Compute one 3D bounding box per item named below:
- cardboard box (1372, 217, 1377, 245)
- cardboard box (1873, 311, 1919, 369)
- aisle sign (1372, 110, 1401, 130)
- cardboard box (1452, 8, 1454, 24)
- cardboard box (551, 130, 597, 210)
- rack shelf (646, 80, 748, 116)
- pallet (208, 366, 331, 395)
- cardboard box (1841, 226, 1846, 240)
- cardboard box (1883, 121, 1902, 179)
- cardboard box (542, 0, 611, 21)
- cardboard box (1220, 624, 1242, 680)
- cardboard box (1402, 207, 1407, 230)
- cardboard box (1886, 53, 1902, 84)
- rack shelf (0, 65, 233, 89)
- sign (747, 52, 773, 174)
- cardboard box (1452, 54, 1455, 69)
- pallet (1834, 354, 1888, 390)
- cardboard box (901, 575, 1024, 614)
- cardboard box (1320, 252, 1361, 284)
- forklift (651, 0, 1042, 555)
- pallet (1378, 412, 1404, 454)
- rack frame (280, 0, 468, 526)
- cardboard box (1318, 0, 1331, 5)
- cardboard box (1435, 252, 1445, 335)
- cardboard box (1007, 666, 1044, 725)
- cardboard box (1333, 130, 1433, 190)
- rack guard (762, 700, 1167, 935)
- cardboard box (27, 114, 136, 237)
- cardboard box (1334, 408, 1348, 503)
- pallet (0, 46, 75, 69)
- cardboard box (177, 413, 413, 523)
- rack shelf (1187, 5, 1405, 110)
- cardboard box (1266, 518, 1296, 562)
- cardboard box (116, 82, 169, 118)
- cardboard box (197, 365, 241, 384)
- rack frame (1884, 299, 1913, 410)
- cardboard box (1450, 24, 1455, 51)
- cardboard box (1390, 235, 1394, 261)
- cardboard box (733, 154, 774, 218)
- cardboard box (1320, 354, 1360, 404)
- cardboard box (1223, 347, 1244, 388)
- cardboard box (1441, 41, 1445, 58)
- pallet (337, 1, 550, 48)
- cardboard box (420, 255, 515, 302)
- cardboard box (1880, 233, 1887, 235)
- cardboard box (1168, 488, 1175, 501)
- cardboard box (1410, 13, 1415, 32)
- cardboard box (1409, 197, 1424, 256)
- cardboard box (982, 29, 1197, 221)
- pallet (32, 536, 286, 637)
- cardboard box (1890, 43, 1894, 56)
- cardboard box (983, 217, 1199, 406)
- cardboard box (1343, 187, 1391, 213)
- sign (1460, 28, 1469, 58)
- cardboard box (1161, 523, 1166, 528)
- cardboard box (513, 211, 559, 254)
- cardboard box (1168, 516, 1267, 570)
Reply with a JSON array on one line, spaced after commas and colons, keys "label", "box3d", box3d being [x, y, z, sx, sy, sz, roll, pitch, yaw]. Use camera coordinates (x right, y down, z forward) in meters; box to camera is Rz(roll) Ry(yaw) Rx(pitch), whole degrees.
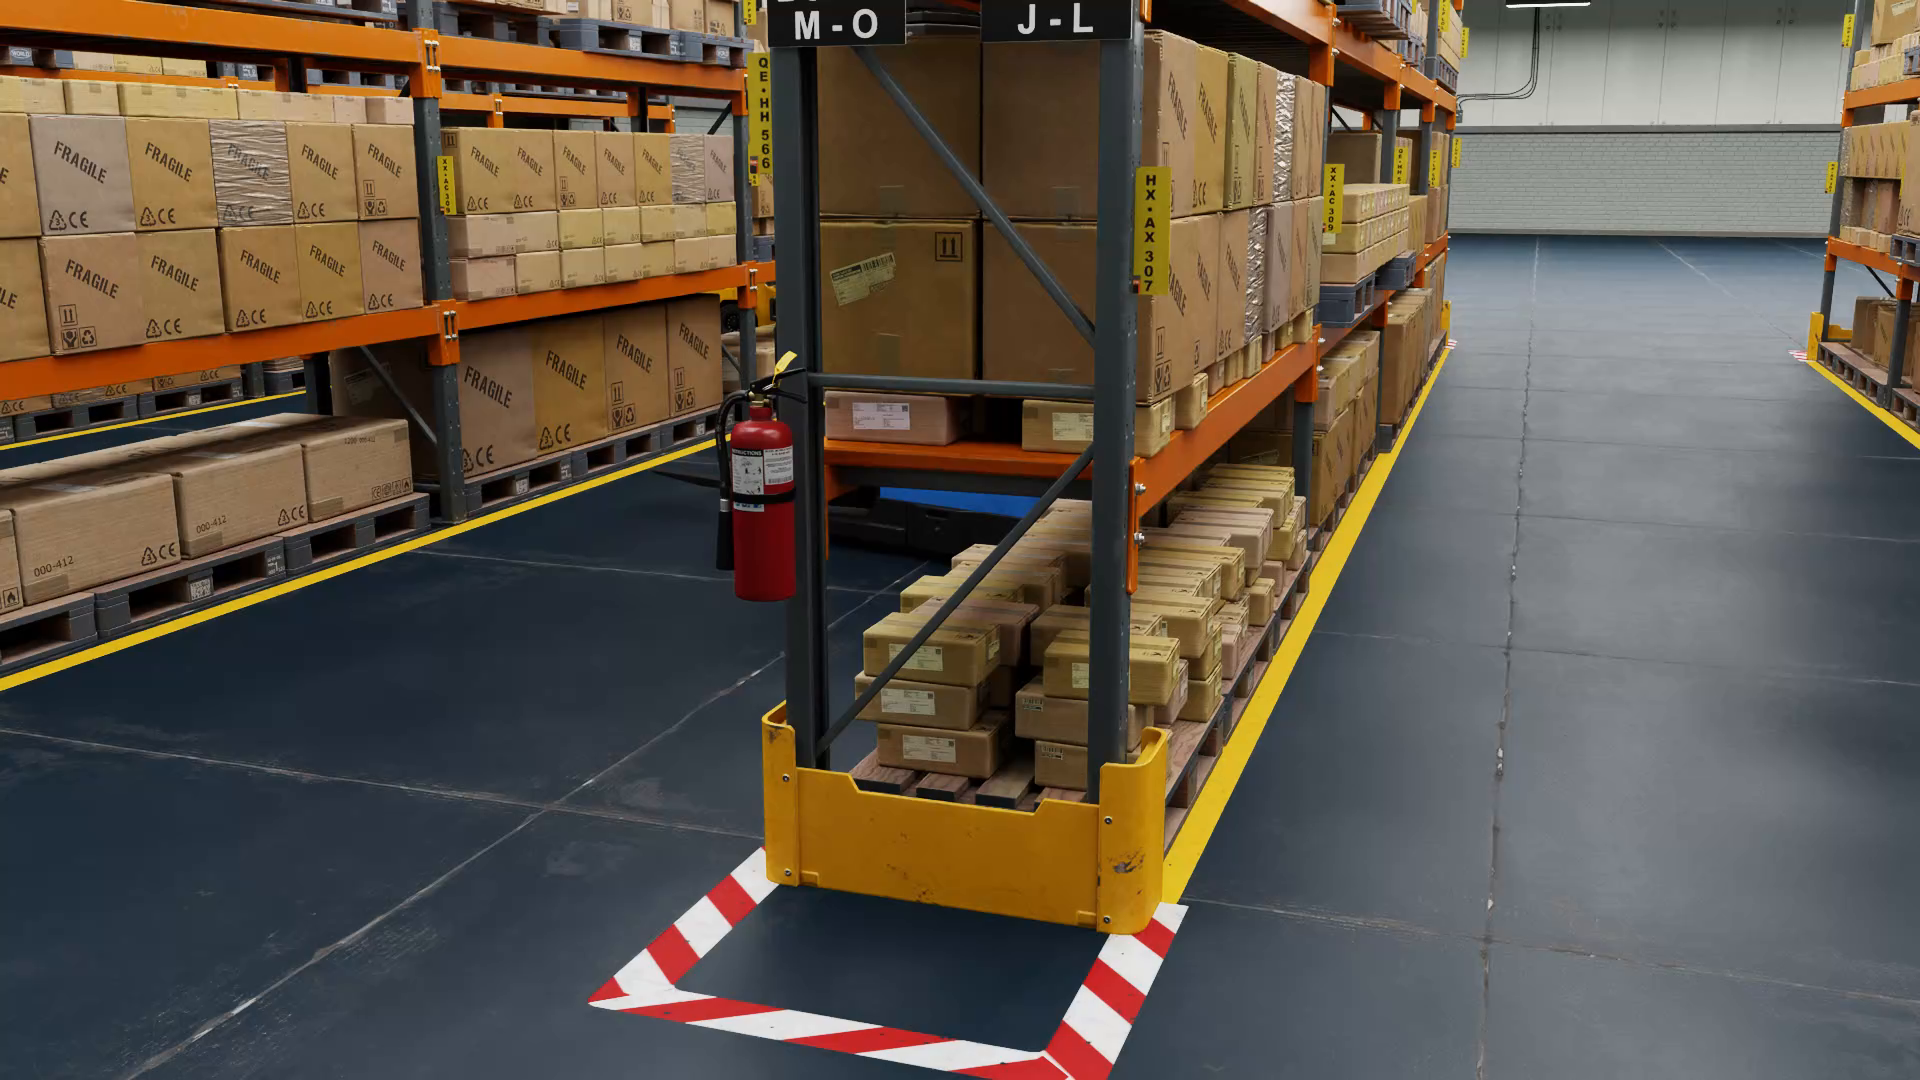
[{"label": "cardboard box", "box3d": [2.086, -1.699, 9.143, 0.380, 0.149, 0.250, 4, 13, 16]}, {"label": "cardboard box", "box3d": [8.995, -1.889, 15.697, 0.500, 0.500, 0.500, 3, 13, 13]}, {"label": "aisle sign", "box3d": [4.896, -5.089, 19.199, 0.394, 0.787, 0.004, 4, 14, 18]}, {"label": "cardboard box", "box3d": [4.794, -5.297, 16.818, 0.380, 0.149, 0.250, 4, 14, 18]}, {"label": "cardboard box", "box3d": [-2.725, -2.416, 10.859, 0.500, 0.500, 0.500, 4, 13, 17]}, {"label": "rack shelf", "box3d": [-1.501, -3.968, 15.008, 1.077, 0.370, 4.000, 4, 14, 18]}, {"label": "pallet", "box3d": [-6.543, -1.603, 16.036, 1.003, 0.211, 1.213, 4, 14, 18]}, {"label": "cardboard box", "box3d": [9.400, -3.190, 17.286, 0.380, 0.149, 0.250, 4, 14, 18]}, {"label": "cardboard box", "box3d": [8.569, -3.465, 14.789, 0.500, 0.500, 0.500, 4, 14, 18]}, {"label": "cardboard box", "box3d": [-2.520, -3.554, 10.936, 0.396, 0.266, 0.258, 6, 14, 23]}, {"label": "cardboard box", "box3d": [0.875, 0.416, 6.389, 0.380, 0.149, 0.250, 4, 13, 16]}, {"label": "cardboard box", "box3d": [2.755, -2.134, 11.050, 0.380, 0.149, 0.250, 5, 14, 21]}, {"label": "cardboard box", "box3d": [8.762, -4.285, 15.117, 0.500, 0.250, 0.500, 4, 14, 18]}, {"label": "rack shelf", "box3d": [-7.493, -3.482, 12.880, 1.077, 0.370, 4.000, 4, 14, 18]}, {"label": "sign", "box3d": [-0.539, -1.179, 4.598, 0.100, 0.325, 0.005, 4, 14, 18]}, {"label": "cardboard box", "box3d": [5.041, -5.069, 17.612, 0.380, 0.149, 0.250, 4, 13, 18]}, {"label": "pallet", "box3d": [9.100, -1.606, 16.051, 1.003, 0.211, 1.213, 4, 14, 18]}, {"label": "cardboard box", "box3d": [0.011, 0.237, 5.834, 0.380, 0.149, 0.250, 4, 13, 17]}, {"label": "cardboard box", "box3d": [1.837, -1.390, 8.458, 0.380, 0.149, 0.250, 4, 13, 16]}, {"label": "forklift", "box3d": [-0.508, -1.510, 9.516, 3.031, 2.935, 1.130, 9, 16, 35]}, {"label": "pallet", "box3d": [2.895, -0.901, 12.962, 1.003, 0.211, 1.213, 4, 14, 18]}, {"label": "rack frame", "box3d": [-3.442, -1.593, 9.727, 1.000, 3.000, 0.127, 4, 14, 18]}, {"label": "cardboard box", "box3d": [1.371, -2.524, 7.403, 0.500, 0.250, 0.500, 5, 14, 20]}, {"label": "cardboard box", "box3d": [5.000, -2.806, 18.872, 0.875, 0.875, 0.875, 4, 14, 19]}, {"label": "cardboard box", "box3d": [0.107, 0.533, 5.876, 0.380, 0.149, 0.250, 4, 14, 18]}, {"label": "cardboard box", "box3d": [4.015, -3.617, 15.831, 0.875, 0.550, 0.550, 4, 14, 18]}, {"label": "rack guard", "box3d": [0.005, 0.787, 4.917, 1.175, 0.500, 0.348, 4, 14, 18]}, {"label": "cardboard box", "box3d": [-3.992, -1.586, 7.223, 0.500, 0.500, 0.500, 4, 14, 18]}, {"label": "cardboard box", "box3d": [1.934, -0.492, 9.576, 0.500, 0.500, 0.500, 5, 14, 21]}, {"label": "pallet", "box3d": [-7.530, -3.671, 12.513, 1.213, 0.211, 1.003, 4, 14, 18]}, {"label": "cardboard box", "box3d": [-3.747, -0.424, 9.420, 0.875, 0.438, 0.875, 4, 13, 18]}, {"label": "rack shelf", "box3d": [1.921, -2.791, 9.850, 1.077, 0.370, 4.000, 4, 14, 18]}, {"label": "cardboard box", "box3d": [1.327, -0.013, 7.599, 0.380, 0.149, 0.250, 4, 13, 16]}, {"label": "cardboard box", "box3d": [-3.818, -1.982, 7.500, 0.380, 0.149, 0.250, 4, 13, 17]}, {"label": "cardboard box", "box3d": [-6.779, -1.673, 14.753, 0.500, 0.500, 0.500, 5, 14, 20]}, {"label": "rack frame", "box3d": [8.523, -2.564, 13.981, 1.000, 3.000, 0.127, 4, 14, 18]}, {"label": "cardboard box", "box3d": [4.773, -5.132, 16.992, 0.500, 0.250, 0.500, 4, 14, 19]}, {"label": "cardboard box", "box3d": [2.509, -1.830, 10.386, 0.380, 0.149, 0.250, 4, 13, 16]}, {"label": "cardboard box", "box3d": [-1.783, -2.912, 13.668, 0.500, 0.500, 0.500, 4, 13, 17]}, {"label": "cardboard box", "box3d": [2.102, -0.966, 9.966, 0.500, 0.250, 0.500, 5, 14, 21]}, {"label": "cardboard box", "box3d": [0.851, -0.670, 6.247, 0.380, 0.149, 0.250, 5, 14, 20]}, {"label": "cardboard box", "box3d": [4.384, -4.643, 15.743, 0.380, 0.149, 0.250, 4, 14, 19]}, {"label": "pallet", "box3d": [-3.192, -3.159, 10.276, 0.805, 0.209, 1.217, 4, 13, 16]}, {"label": "cardboard box", "box3d": [-3.050, -1.594, 10.066, 0.500, 0.250, 0.500, 4, 13, 17]}, {"label": "cardboard box", "box3d": [8.766, -2.768, 15.437, 0.380, 0.149, 0.250, 4, 14, 18]}, {"label": "cardboard box", "box3d": [0.786, -0.195, 7.726, 0.380, 0.149, 0.250, 4, 14, 18]}, {"label": "cardboard box", "box3d": [3.173, -3.985, 12.634, 0.500, 0.250, 0.500, 5, 14, 20]}, {"label": "cardboard box", "box3d": [3.783, -2.756, 14.595, 0.500, 0.500, 0.500, 4, 14, 18]}, {"label": "cardboard box", "box3d": [0.376, -1.172, 4.743, 0.500, 0.500, 0.500, 4, 14, 18]}, {"label": "pallet", "box3d": [-4.155, 0.179, 8.231, 1.003, 0.211, 1.213, 4, 14, 18]}, {"label": "cardboard box", "box3d": [9.020, -4.621, 15.694, 0.380, 0.149, 0.250, 4, 14, 18]}, {"label": "cardboard box", "box3d": [0.387, -0.684, 4.851, 0.500, 0.500, 0.500, 5, 14, 21]}, {"label": "cardboard box", "box3d": [2.338, -2.009, 9.835, 0.380, 0.149, 0.250, 5, 14, 20]}, {"label": "sign", "box3d": [5.666, -5.598, 18.721, 0.100, 0.325, 0.005, 4, 14, 18]}, {"label": "cardboard box", "box3d": [0.722, 0.006, 7.516, 0.380, 0.149, 0.250, 4, 13, 16]}, {"label": "cardboard box", "box3d": [-2.891, -1.948, 10.495, 0.500, 0.250, 0.500, 5, 14, 19]}, {"label": "cardboard box", "box3d": [1.053, 0.011, 6.826, 0.380, 0.149, 0.250, 4, 13, 16]}]
